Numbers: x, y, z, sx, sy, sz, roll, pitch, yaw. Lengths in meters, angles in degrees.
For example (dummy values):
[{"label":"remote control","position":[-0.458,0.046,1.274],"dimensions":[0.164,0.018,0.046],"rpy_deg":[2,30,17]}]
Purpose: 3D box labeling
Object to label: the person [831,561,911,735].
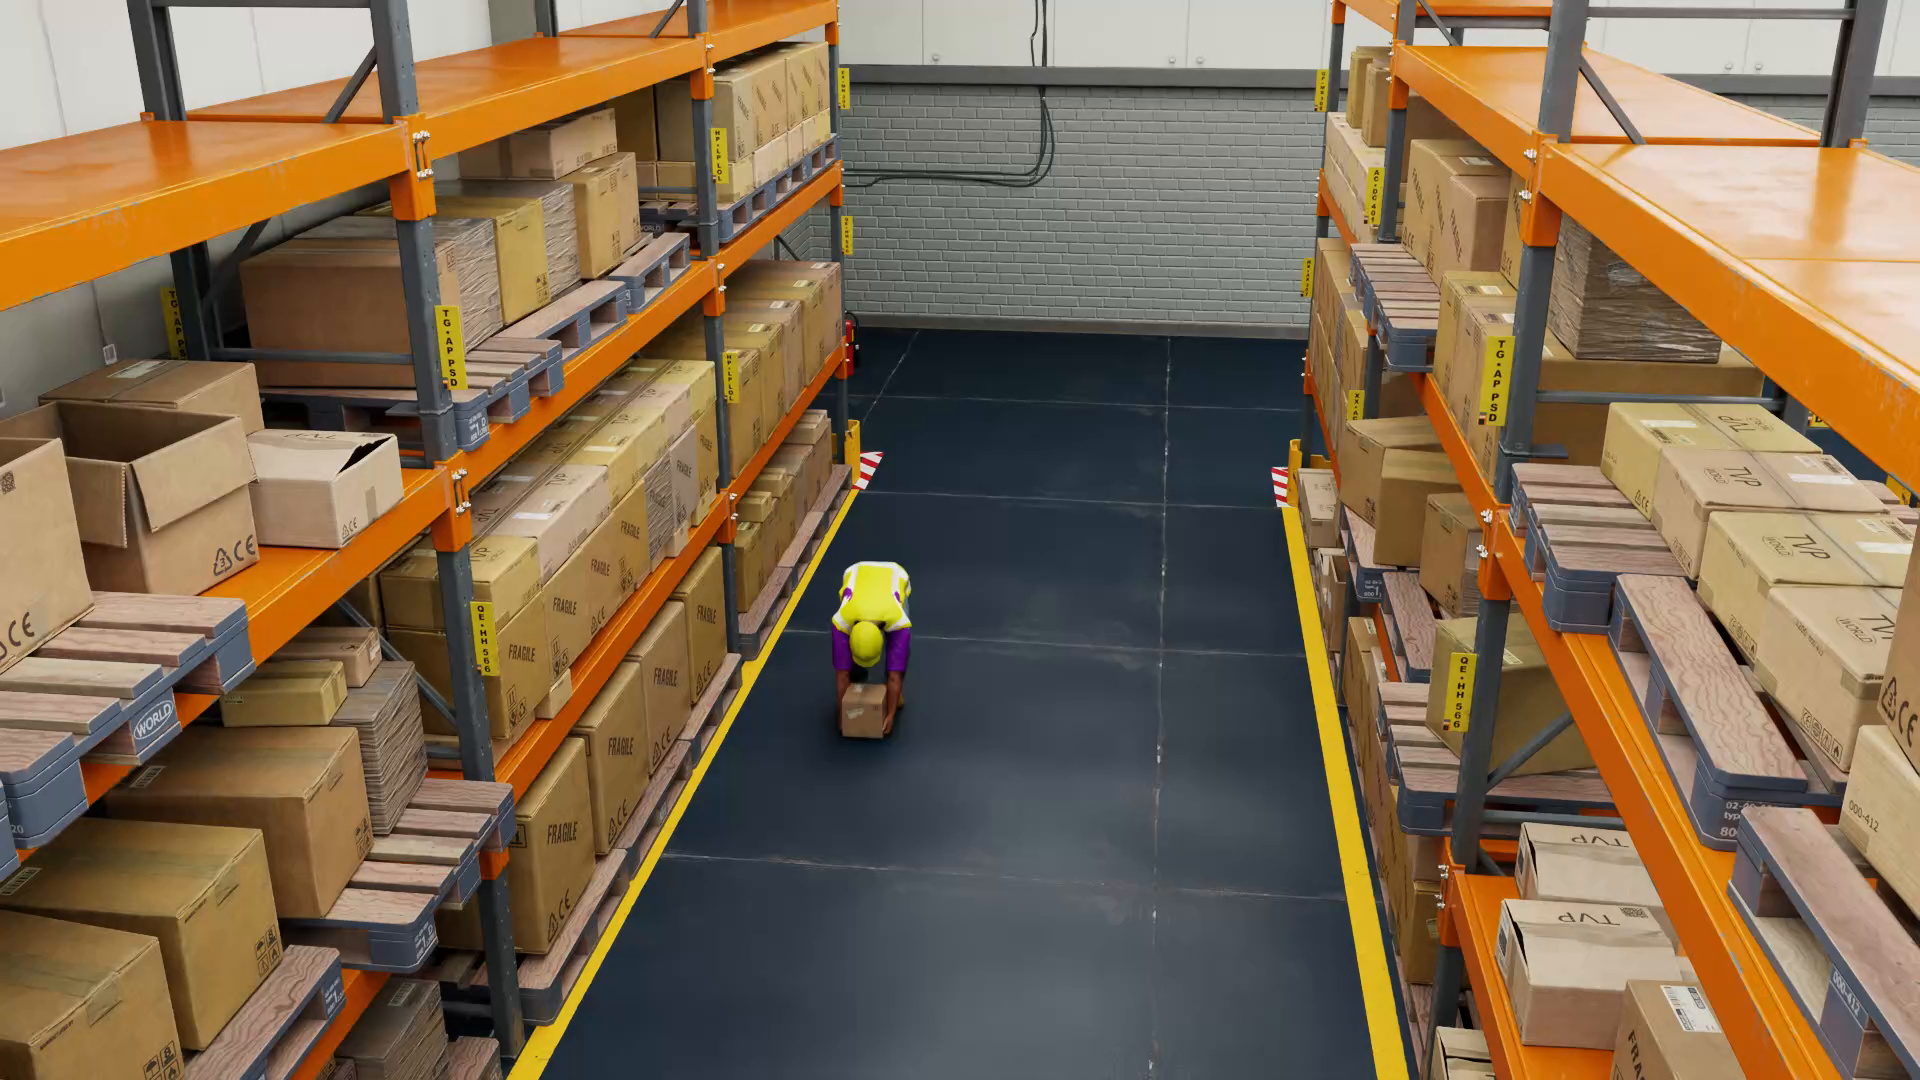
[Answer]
[{"label":"person","position":[-0.546,0.660,10.501],"dimensions":[0.508,0.925,0.975],"rpy_deg":[2,21,4]}]
